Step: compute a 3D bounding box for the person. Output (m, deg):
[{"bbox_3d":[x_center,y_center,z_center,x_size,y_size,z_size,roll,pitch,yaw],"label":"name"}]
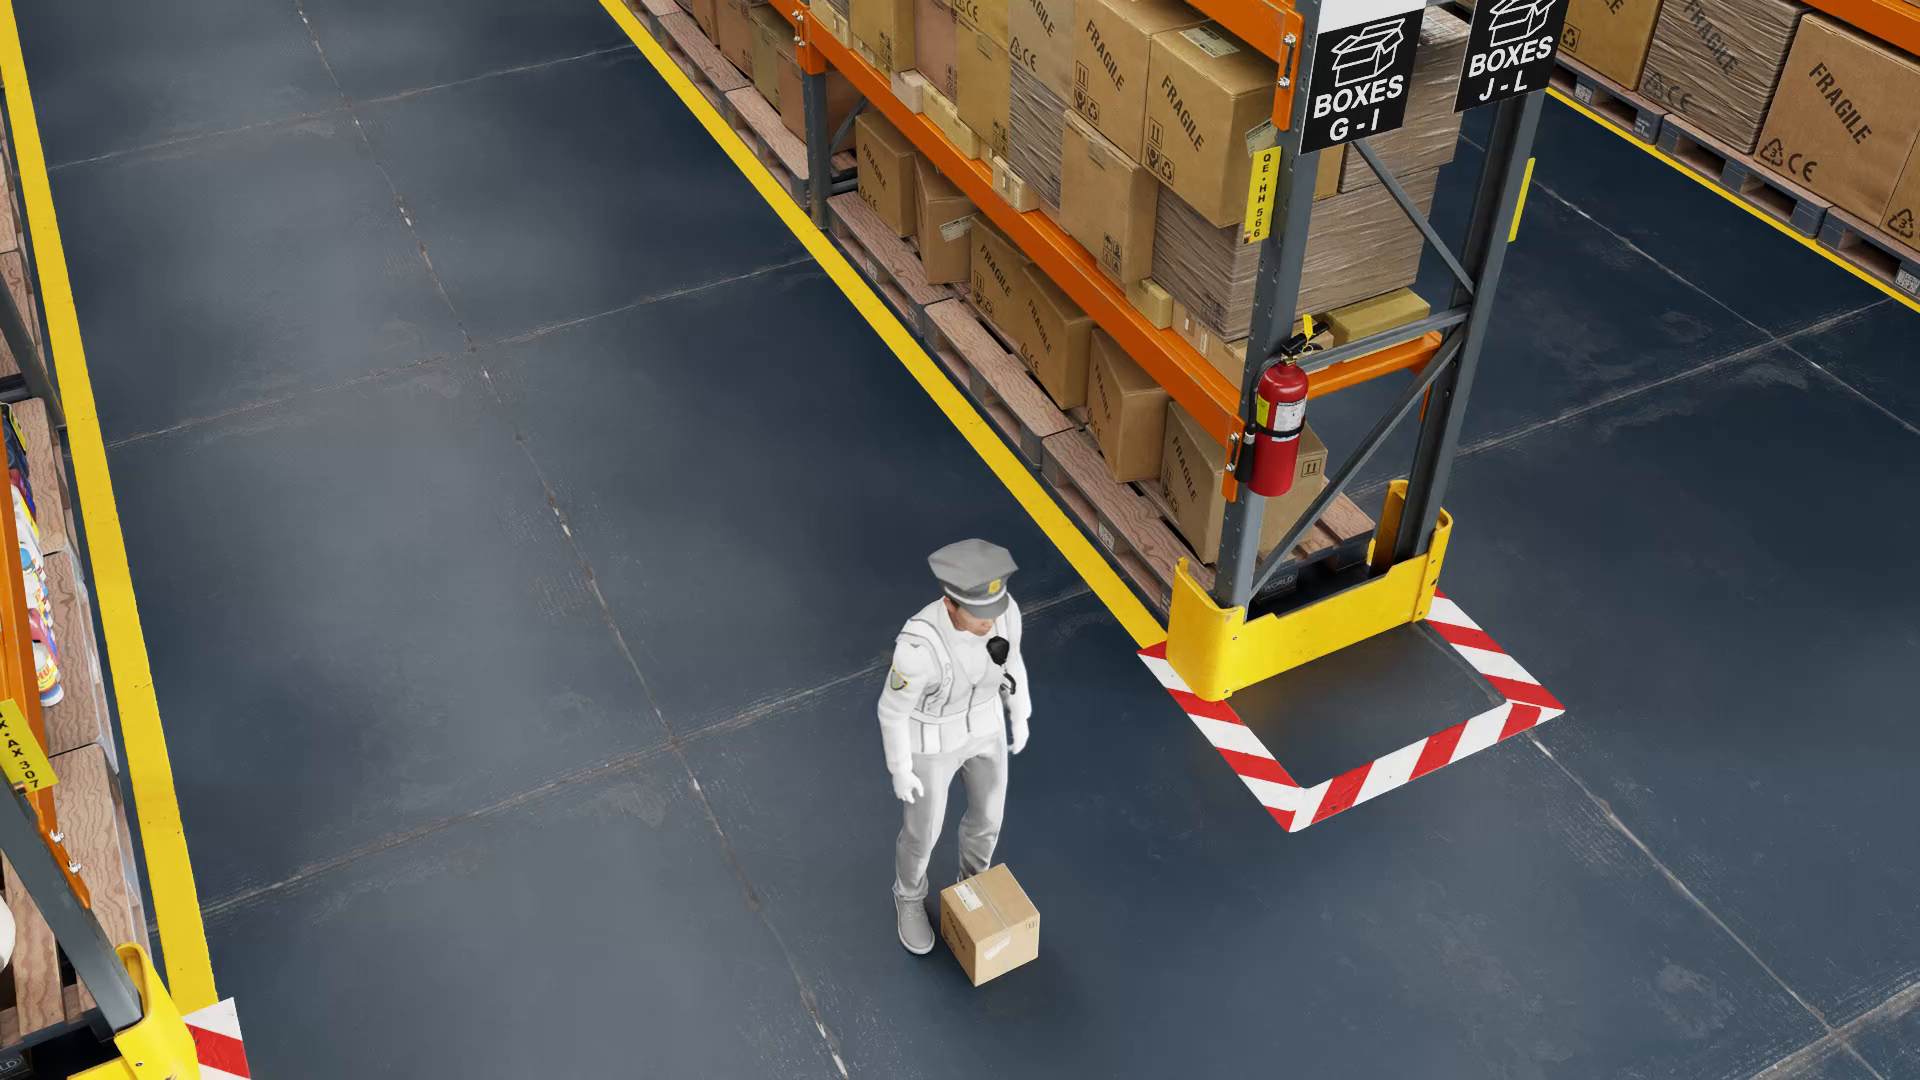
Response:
[{"bbox_3d":[0.002,0.663,5.405,0.547,1.666,0.410,-21,46,-22],"label":"person"}]
